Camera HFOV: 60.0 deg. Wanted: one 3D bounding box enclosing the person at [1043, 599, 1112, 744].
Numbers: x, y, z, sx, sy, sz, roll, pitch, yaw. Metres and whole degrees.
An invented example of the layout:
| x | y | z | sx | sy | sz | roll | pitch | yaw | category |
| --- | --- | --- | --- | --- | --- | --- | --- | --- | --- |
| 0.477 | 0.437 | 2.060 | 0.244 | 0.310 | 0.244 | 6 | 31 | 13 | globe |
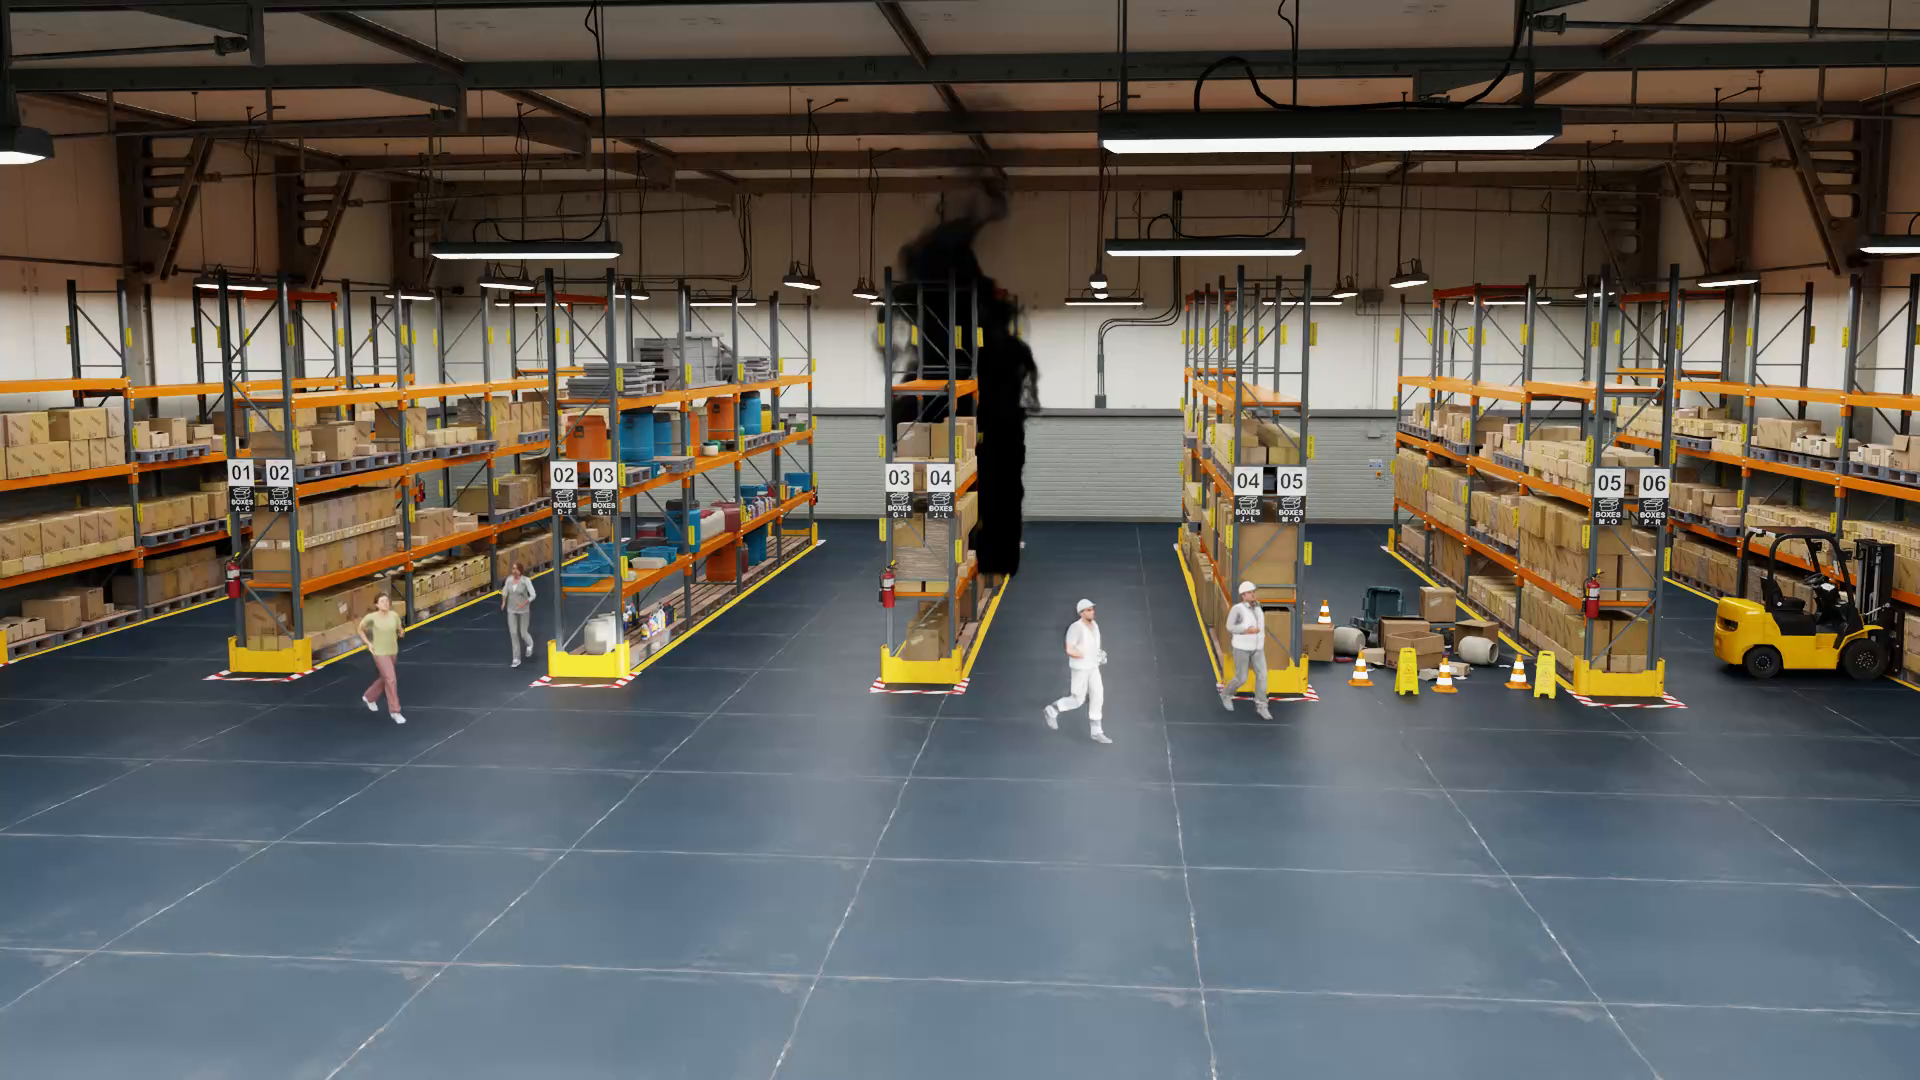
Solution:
| x | y | z | sx | sy | sz | roll | pitch | yaw | category |
| --- | --- | --- | --- | --- | --- | --- | --- | --- | --- |
| 1.512 | 1.613 | 20.750 | 0.940 | 1.784 | 0.667 | 6 | 9 | 40 | person |

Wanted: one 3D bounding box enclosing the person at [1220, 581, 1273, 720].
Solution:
| x | y | z | sx | sy | sz | roll | pitch | yaw | category |
| --- | --- | --- | --- | --- | --- | --- | --- | --- | --- |
| 3.803 | 1.444 | 22.031 | 0.663 | 1.797 | 0.841 | -4 | 8 | -29 | person |

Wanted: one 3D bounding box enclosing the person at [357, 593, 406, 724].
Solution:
| x | y | z | sx | sy | sz | roll | pitch | yaw | category |
| --- | --- | --- | --- | --- | --- | --- | --- | --- | --- |
| -7.573 | 1.520 | 21.898 | 0.897 | 1.688 | 0.561 | 5 | 9 | 36 | person |

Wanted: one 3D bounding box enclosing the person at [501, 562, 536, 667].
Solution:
| x | y | z | sx | sy | sz | roll | pitch | yaw | category |
| --- | --- | --- | --- | --- | --- | --- | --- | --- | --- |
| -6.785 | 1.113 | 25.584 | 0.557 | 1.585 | 0.746 | 0 | 7 | 1 | person |
